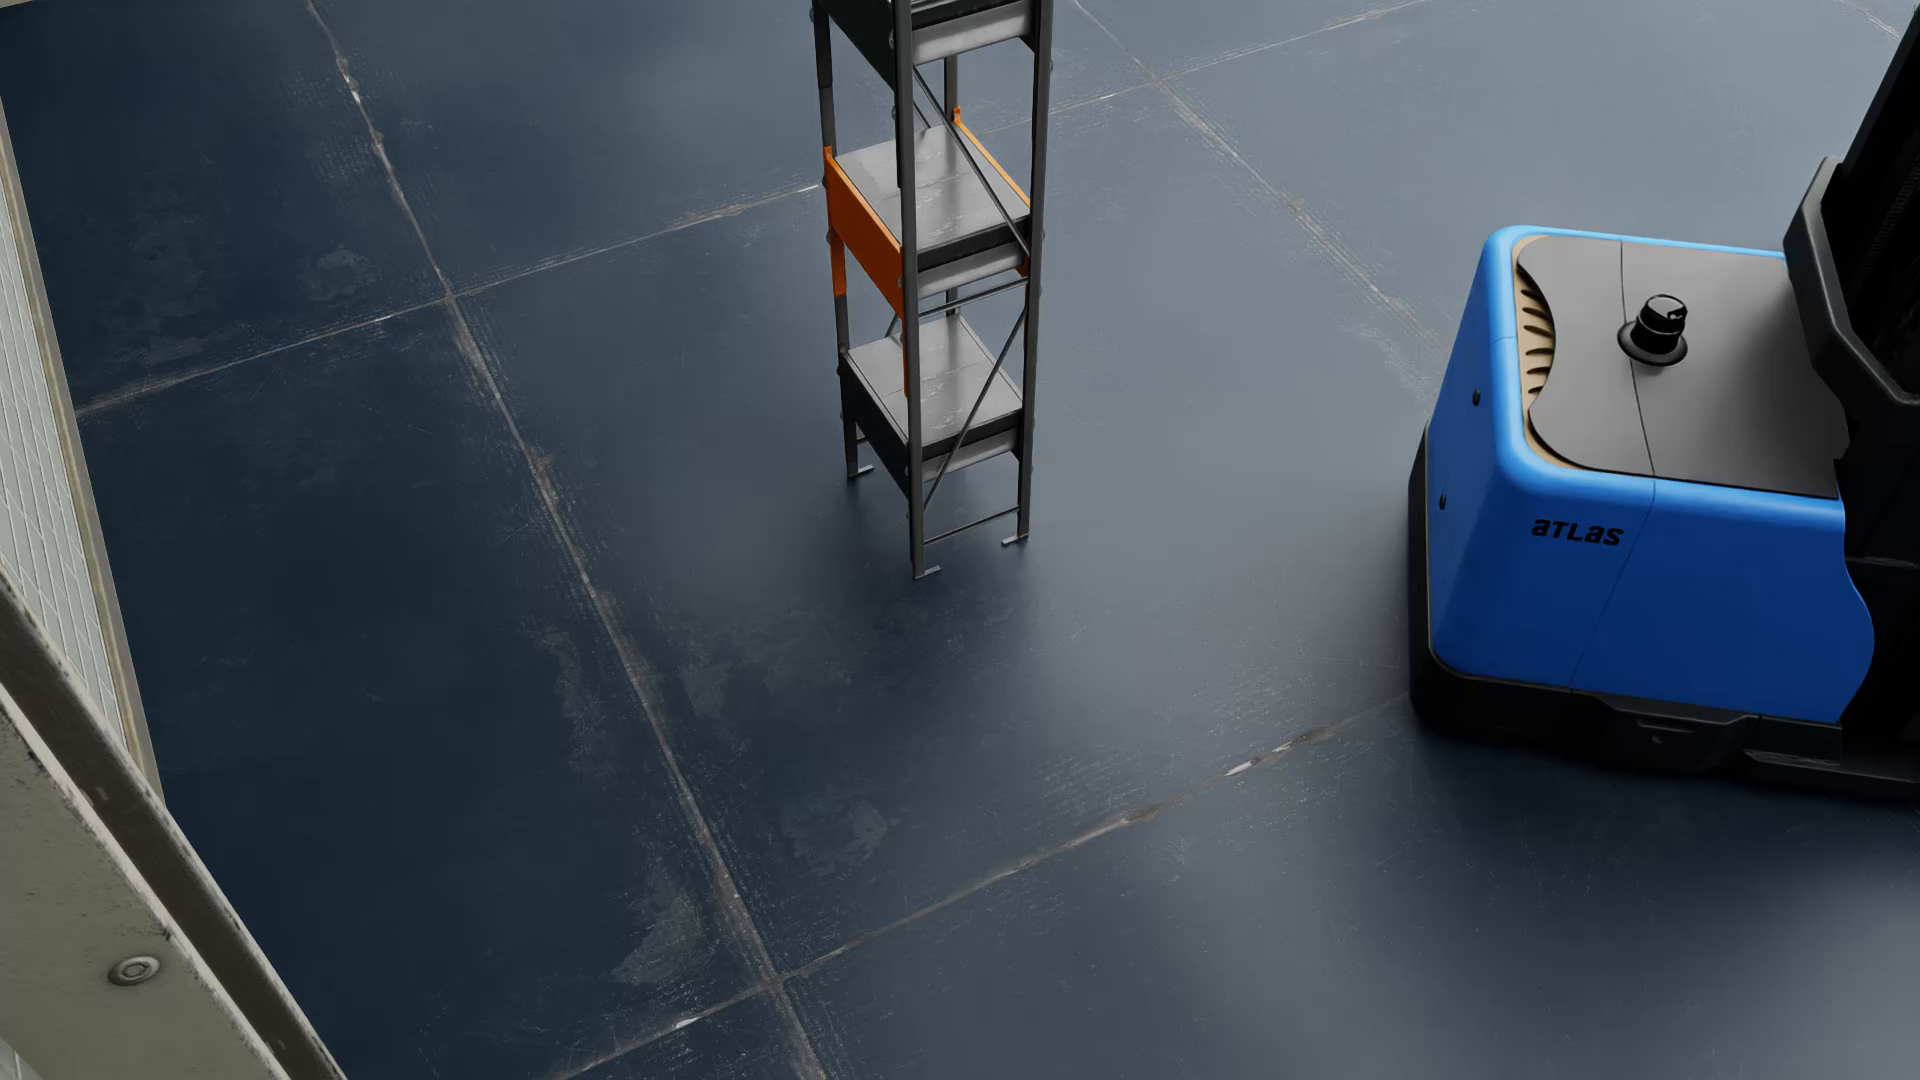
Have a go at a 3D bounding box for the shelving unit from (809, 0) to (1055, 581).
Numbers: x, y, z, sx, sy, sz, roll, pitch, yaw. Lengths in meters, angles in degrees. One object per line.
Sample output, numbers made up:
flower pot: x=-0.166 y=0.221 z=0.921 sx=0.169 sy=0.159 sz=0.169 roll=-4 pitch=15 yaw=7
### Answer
shelving unit: x=-0.076 y=-0.802 z=4.557 sx=0.431 sy=2.100 sz=0.503 roll=-21 pitch=52 yaw=-18

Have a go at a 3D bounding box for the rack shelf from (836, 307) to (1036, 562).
rack shelf: x=-0.076 y=-0.332 z=5.094 sx=0.431 sy=0.518 sz=0.480 roll=-21 pitch=52 yaw=-18

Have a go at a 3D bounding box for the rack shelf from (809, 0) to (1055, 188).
rack shelf: x=-0.076 y=-1.254 z=4.040 sx=0.431 sy=0.518 sz=0.480 roll=-21 pitch=52 yaw=-18

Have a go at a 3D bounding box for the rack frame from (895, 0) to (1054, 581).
rack frame: x=0.036 y=-0.639 z=4.414 sx=0.400 sy=2.100 sz=0.015 roll=-21 pitch=52 yaw=-18

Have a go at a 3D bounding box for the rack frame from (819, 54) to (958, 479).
rack frame: x=-0.187 y=-0.965 z=4.699 sx=0.400 sy=2.100 sz=0.015 roll=-21 pitch=52 yaw=-18

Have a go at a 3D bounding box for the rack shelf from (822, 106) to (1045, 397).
rack shelf: x=-0.076 y=-0.793 z=4.567 sx=0.431 sy=0.518 sz=0.480 roll=-21 pitch=52 yaw=-18

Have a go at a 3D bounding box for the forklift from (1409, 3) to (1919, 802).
forklift: x=2.855 y=-0.593 z=3.821 sx=3.031 sy=2.935 sz=1.130 roll=7 pitch=49 yaw=6
